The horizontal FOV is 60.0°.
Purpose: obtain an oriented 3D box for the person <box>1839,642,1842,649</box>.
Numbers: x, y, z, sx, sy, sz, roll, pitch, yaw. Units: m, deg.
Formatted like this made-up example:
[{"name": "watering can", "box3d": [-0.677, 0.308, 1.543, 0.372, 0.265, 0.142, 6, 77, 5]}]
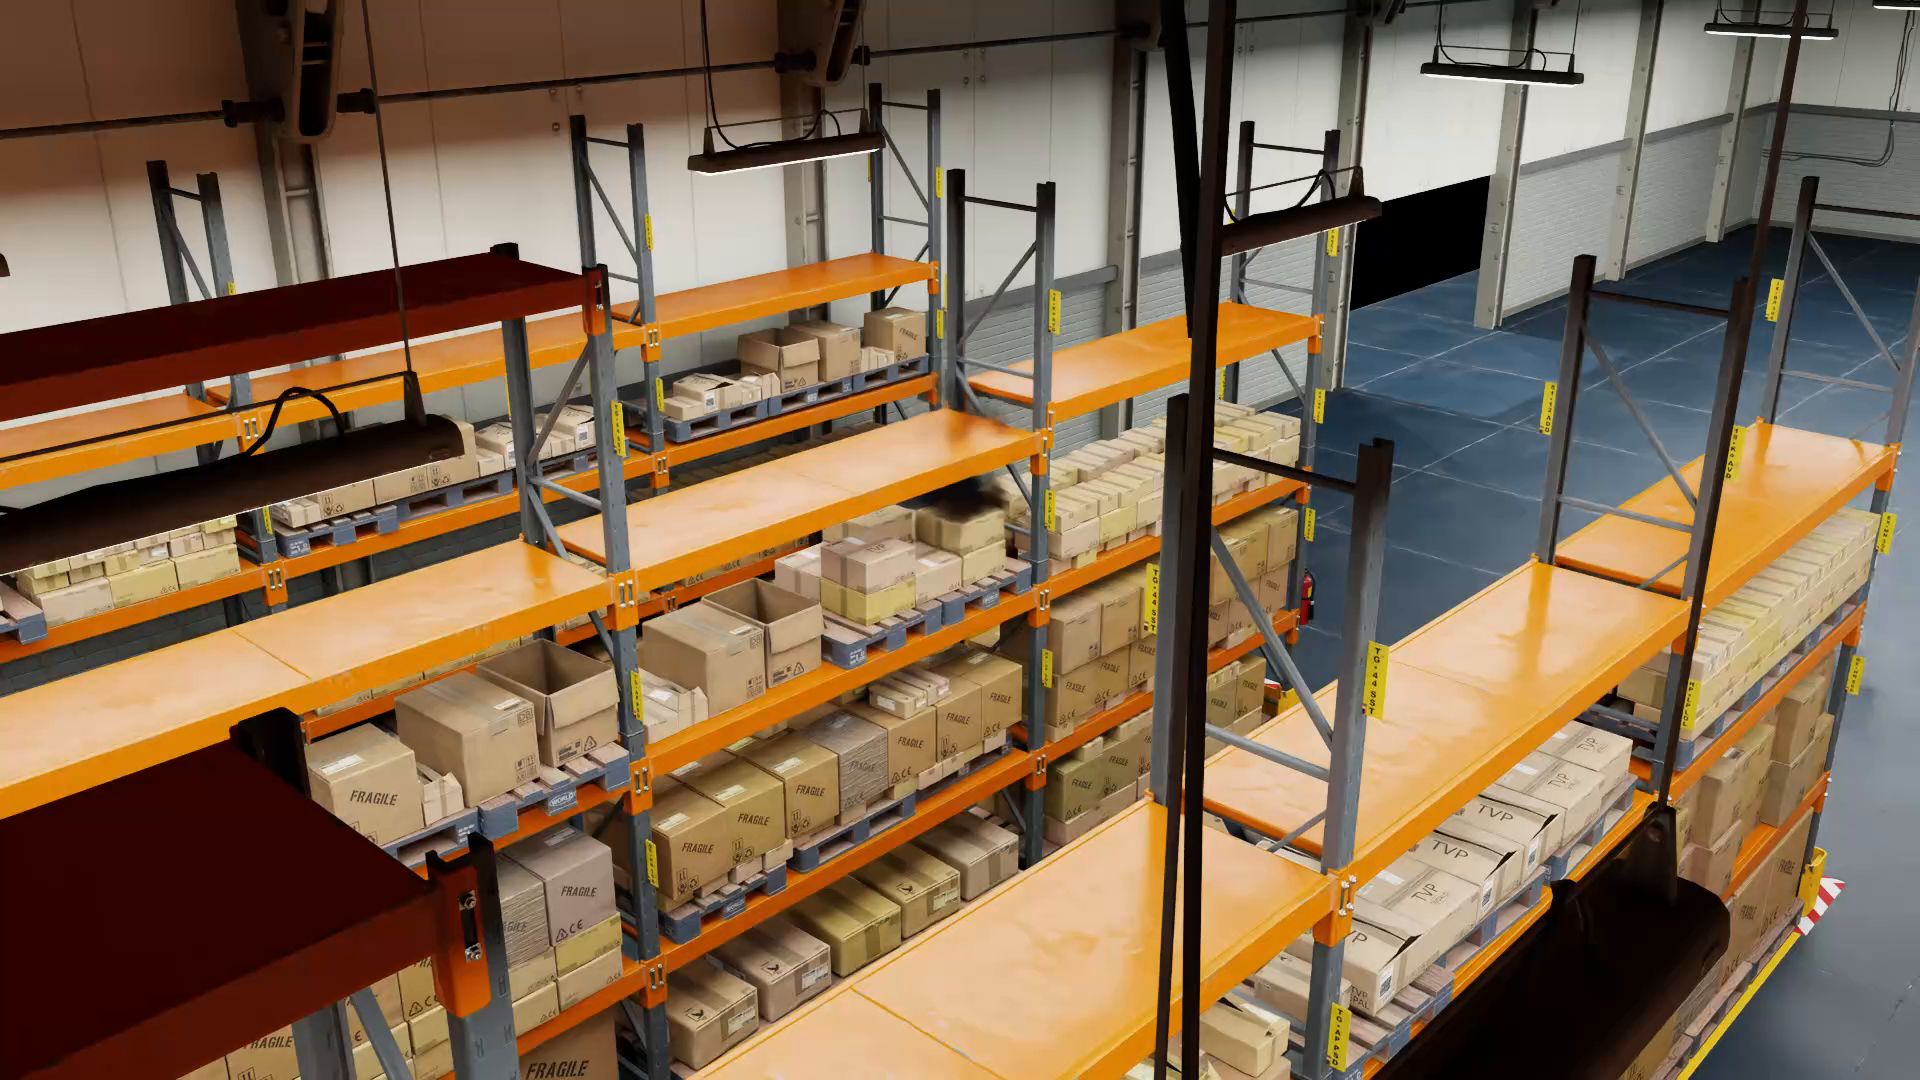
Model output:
[{"name": "person", "box3d": [9.732, 0.480, 18.507, 0.605, 1.671, 0.568, -2, 21, -4]}]
